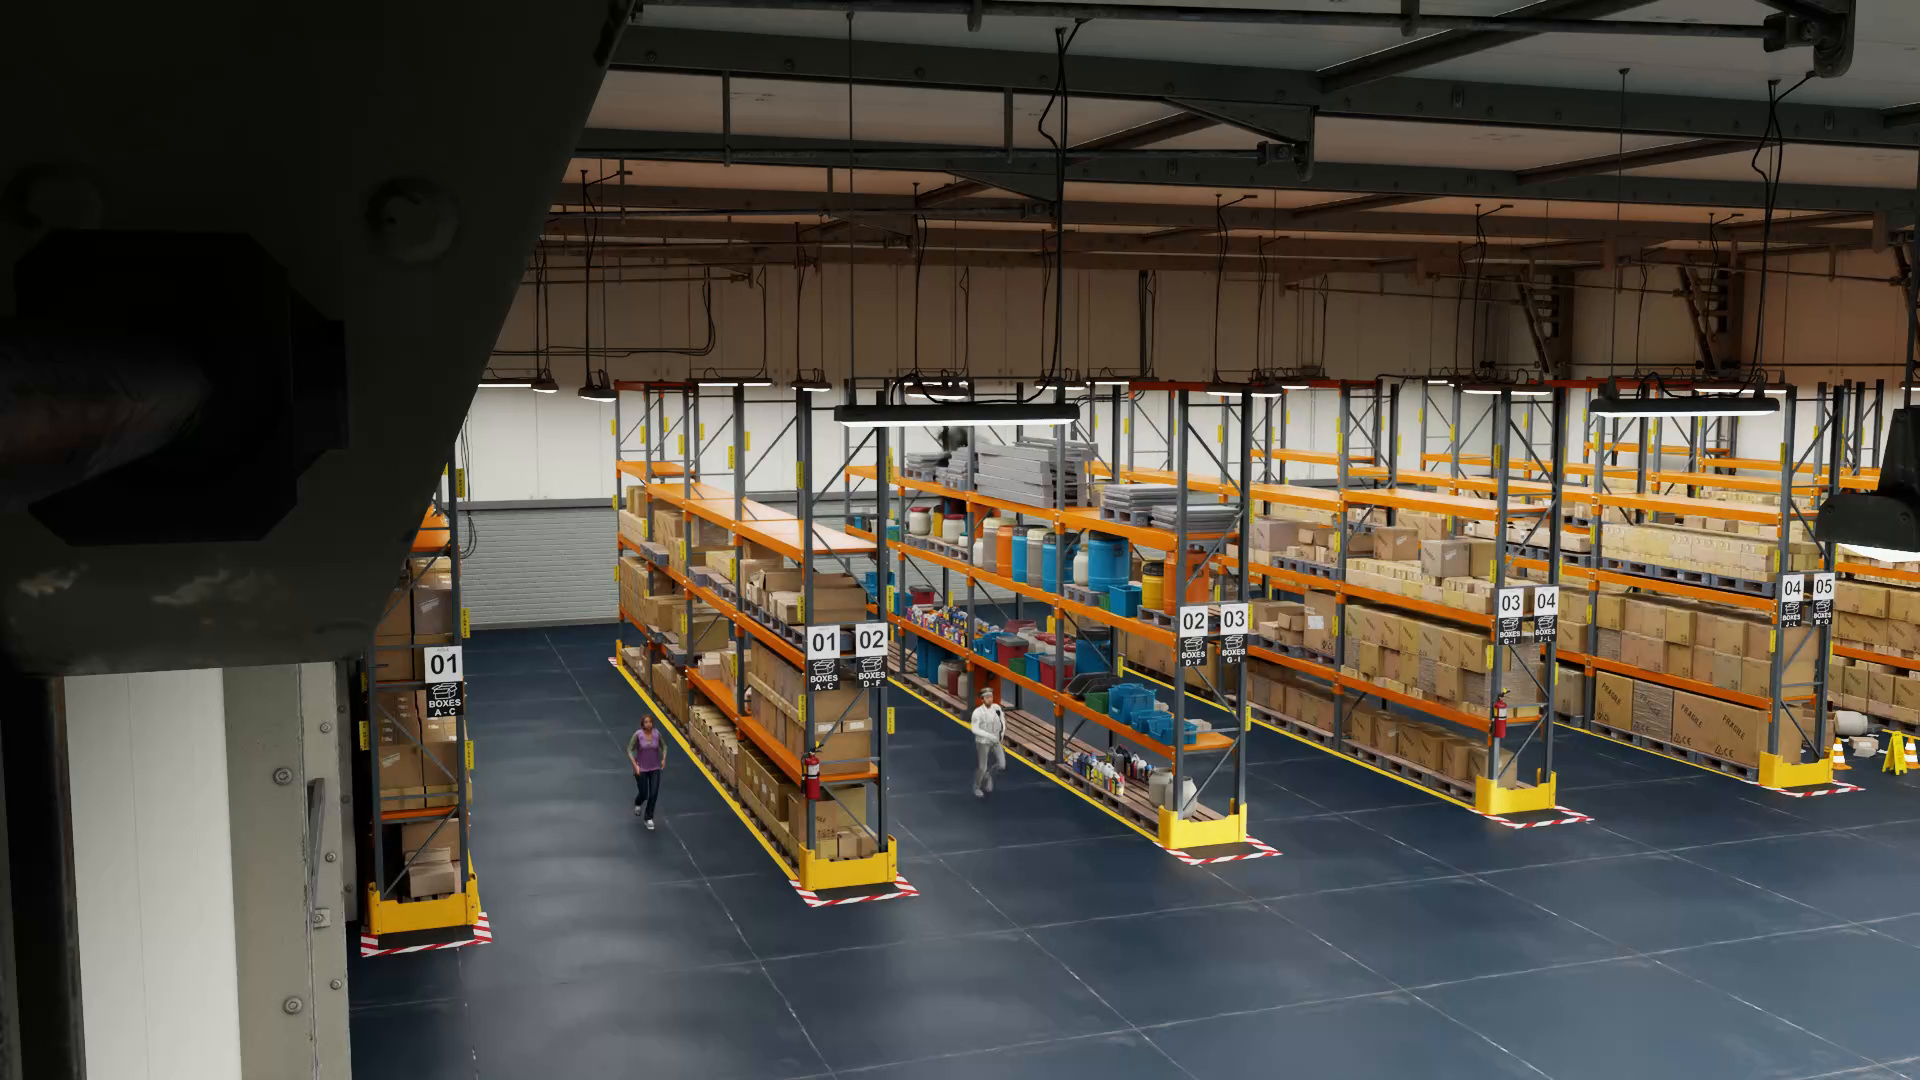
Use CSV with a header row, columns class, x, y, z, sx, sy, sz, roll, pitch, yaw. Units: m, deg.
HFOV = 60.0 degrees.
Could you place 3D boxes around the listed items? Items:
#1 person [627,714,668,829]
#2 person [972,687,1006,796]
class,x,y,z,sx,sy,sz,roll,pitch,yaw
person,-4.292,3.157,22.848,0.559,1.561,0.539,-3,7,-25
person,0.440,2.943,24.208,0.634,1.651,0.729,-3,7,-25
